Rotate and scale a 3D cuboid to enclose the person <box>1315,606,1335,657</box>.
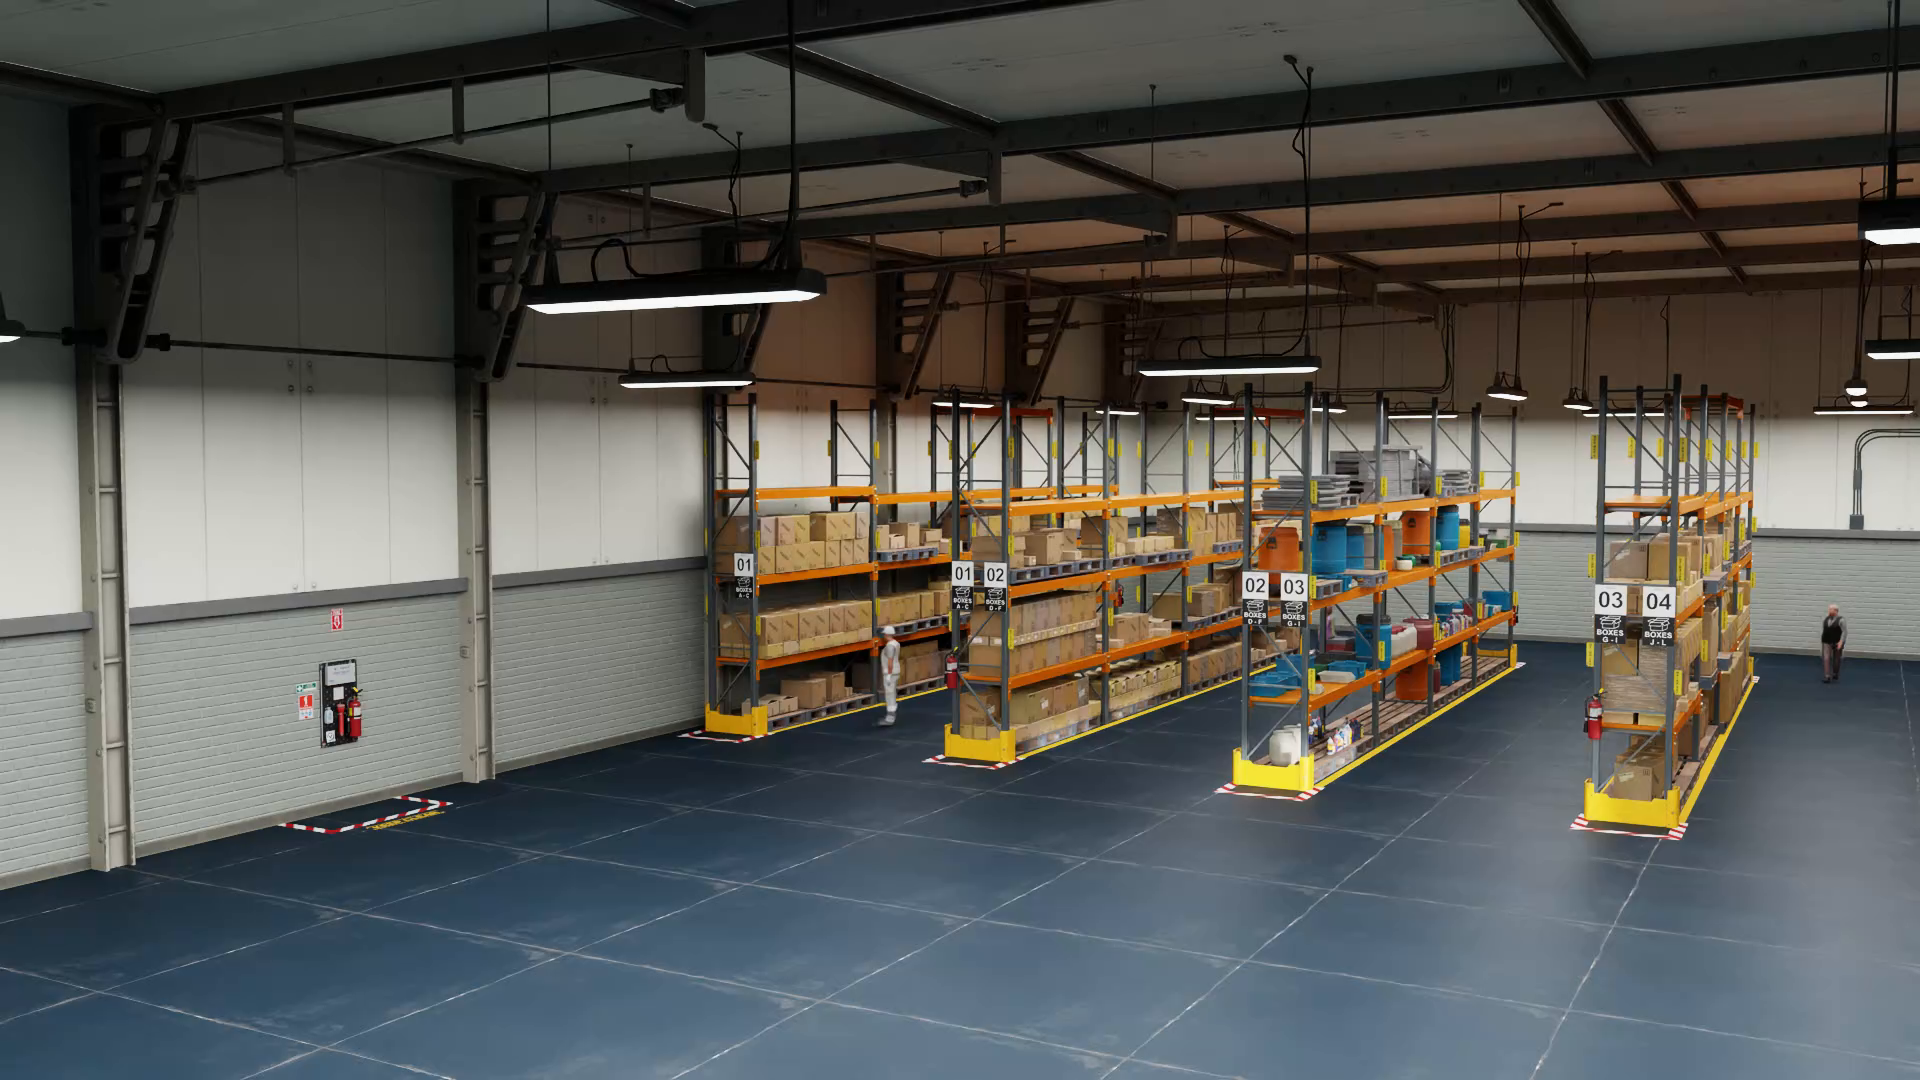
[{"bbox_3d":[8.054,2.220,36.610,0.423,1.591,0.495,1,3,22],"label":"person"}]

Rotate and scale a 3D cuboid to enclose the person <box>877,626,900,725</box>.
[{"bbox_3d":[-1.315,2.460,30.313,0.430,1.792,0.613,0,3,6],"label":"person"}]

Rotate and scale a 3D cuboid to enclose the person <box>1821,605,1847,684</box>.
[{"bbox_3d":[18.742,2.229,35.663,0.489,1.674,1.045,2,3,28],"label":"person"}]
